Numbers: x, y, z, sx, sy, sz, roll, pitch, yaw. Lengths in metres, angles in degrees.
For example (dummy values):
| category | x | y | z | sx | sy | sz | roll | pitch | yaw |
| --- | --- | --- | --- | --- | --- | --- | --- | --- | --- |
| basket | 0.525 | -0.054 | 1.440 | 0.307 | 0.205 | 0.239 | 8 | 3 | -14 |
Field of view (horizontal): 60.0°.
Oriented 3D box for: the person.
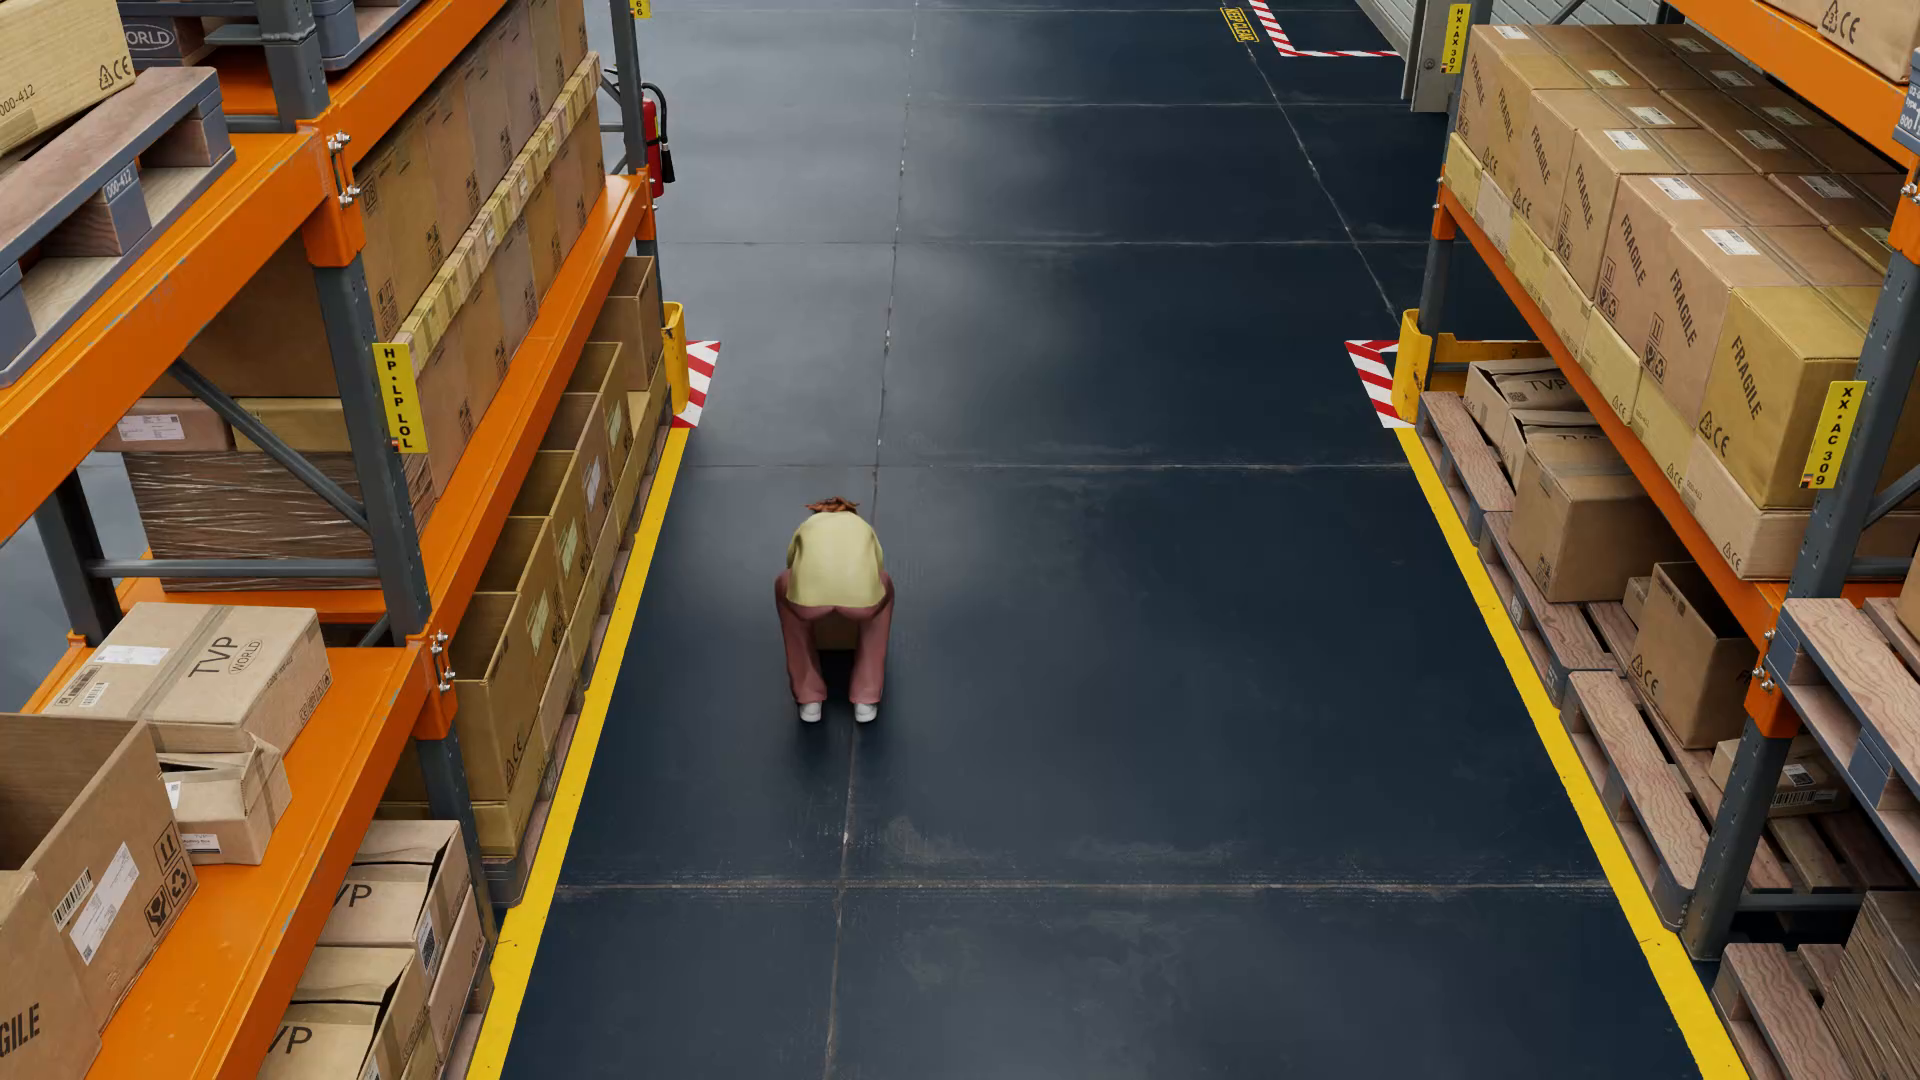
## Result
| category | x | y | z | sx | sy | sz | roll | pitch | yaw |
| --- | --- | --- | --- | --- | --- | --- | --- | --- | --- |
| person | -0.496 | 0.214 | 6.590 | 0.477 | 0.842 | 0.852 | -2 | 32 | -3 |
